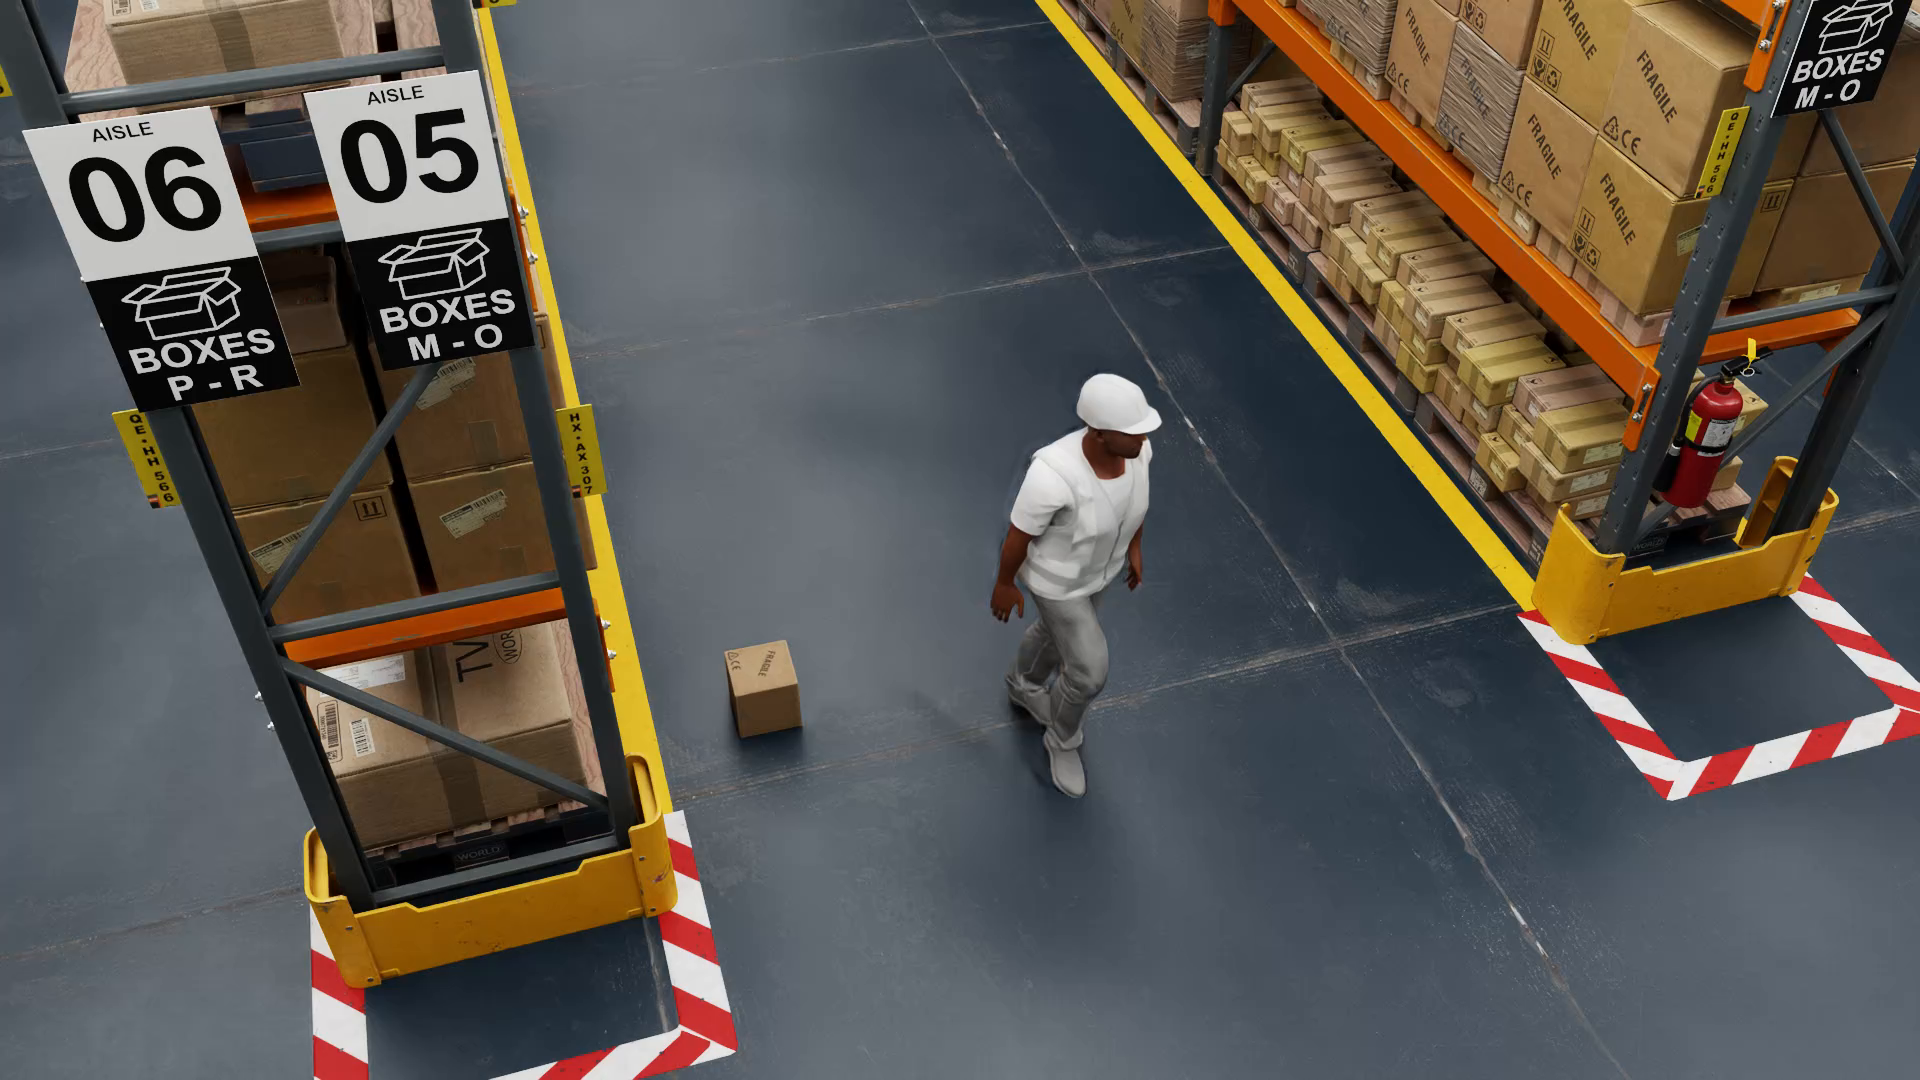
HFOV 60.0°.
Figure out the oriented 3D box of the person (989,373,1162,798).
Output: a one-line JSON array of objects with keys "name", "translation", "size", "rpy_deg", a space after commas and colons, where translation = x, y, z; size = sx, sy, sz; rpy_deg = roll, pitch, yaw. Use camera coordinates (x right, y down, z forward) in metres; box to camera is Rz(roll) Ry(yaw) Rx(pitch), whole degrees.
[{"name": "person", "translation": [0.404, 0.104, 6.035], "size": [0.570, 1.784, 0.606], "rpy_deg": [31, 50, 30]}]
